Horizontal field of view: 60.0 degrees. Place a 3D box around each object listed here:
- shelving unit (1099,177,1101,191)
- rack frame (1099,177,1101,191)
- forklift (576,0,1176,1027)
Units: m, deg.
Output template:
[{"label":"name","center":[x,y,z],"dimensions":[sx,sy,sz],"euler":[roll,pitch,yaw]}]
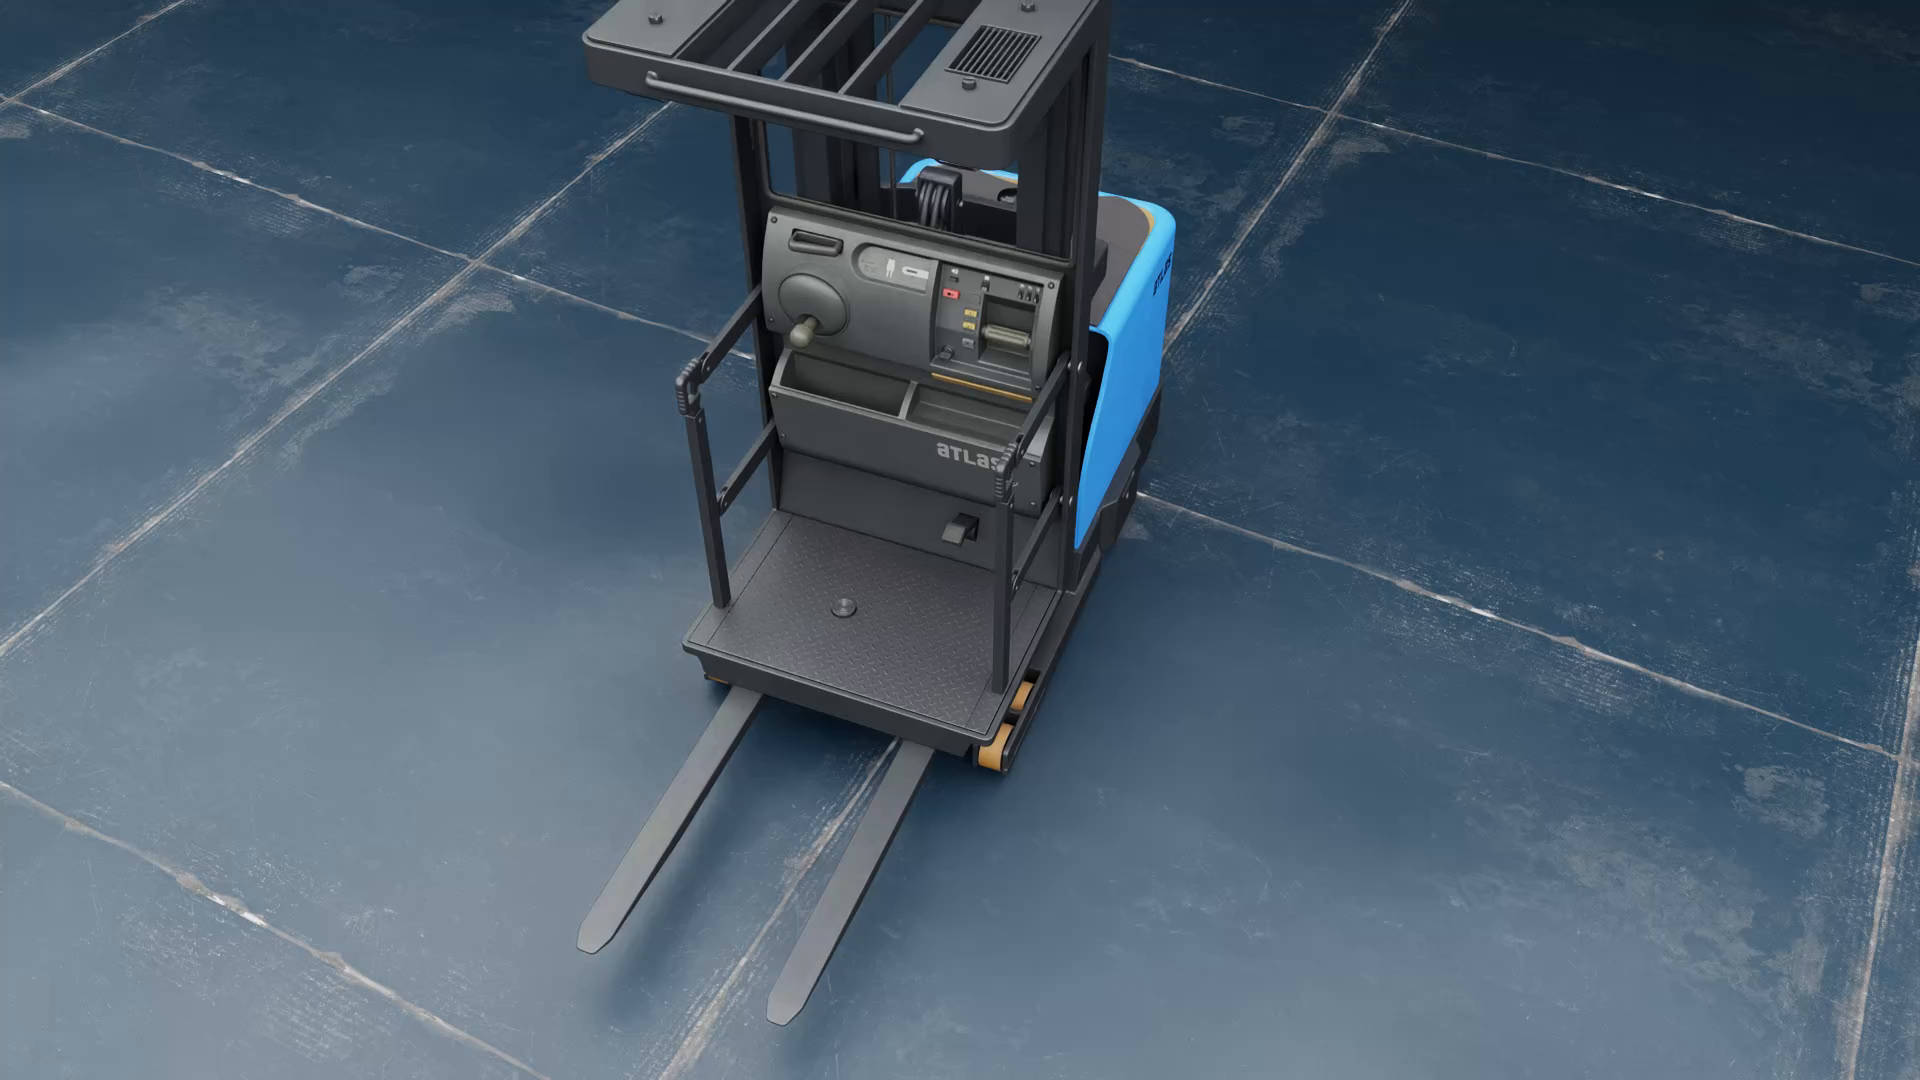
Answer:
[{"label":"shelving unit","center":[0.374,-1.014,6.608],"dimensions":[0.258,0.900,0.210],"euler":[16,42,15]},{"label":"rack frame","center":[0.411,-1.074,6.681],"dimensions":[0.240,0.900,0.006],"euler":[16,42,15]},{"label":"forklift","center":[-0.234,-0.614,4.796],"dimensions":[1.130,2.935,3.031],"euler":[16,47,15]}]
